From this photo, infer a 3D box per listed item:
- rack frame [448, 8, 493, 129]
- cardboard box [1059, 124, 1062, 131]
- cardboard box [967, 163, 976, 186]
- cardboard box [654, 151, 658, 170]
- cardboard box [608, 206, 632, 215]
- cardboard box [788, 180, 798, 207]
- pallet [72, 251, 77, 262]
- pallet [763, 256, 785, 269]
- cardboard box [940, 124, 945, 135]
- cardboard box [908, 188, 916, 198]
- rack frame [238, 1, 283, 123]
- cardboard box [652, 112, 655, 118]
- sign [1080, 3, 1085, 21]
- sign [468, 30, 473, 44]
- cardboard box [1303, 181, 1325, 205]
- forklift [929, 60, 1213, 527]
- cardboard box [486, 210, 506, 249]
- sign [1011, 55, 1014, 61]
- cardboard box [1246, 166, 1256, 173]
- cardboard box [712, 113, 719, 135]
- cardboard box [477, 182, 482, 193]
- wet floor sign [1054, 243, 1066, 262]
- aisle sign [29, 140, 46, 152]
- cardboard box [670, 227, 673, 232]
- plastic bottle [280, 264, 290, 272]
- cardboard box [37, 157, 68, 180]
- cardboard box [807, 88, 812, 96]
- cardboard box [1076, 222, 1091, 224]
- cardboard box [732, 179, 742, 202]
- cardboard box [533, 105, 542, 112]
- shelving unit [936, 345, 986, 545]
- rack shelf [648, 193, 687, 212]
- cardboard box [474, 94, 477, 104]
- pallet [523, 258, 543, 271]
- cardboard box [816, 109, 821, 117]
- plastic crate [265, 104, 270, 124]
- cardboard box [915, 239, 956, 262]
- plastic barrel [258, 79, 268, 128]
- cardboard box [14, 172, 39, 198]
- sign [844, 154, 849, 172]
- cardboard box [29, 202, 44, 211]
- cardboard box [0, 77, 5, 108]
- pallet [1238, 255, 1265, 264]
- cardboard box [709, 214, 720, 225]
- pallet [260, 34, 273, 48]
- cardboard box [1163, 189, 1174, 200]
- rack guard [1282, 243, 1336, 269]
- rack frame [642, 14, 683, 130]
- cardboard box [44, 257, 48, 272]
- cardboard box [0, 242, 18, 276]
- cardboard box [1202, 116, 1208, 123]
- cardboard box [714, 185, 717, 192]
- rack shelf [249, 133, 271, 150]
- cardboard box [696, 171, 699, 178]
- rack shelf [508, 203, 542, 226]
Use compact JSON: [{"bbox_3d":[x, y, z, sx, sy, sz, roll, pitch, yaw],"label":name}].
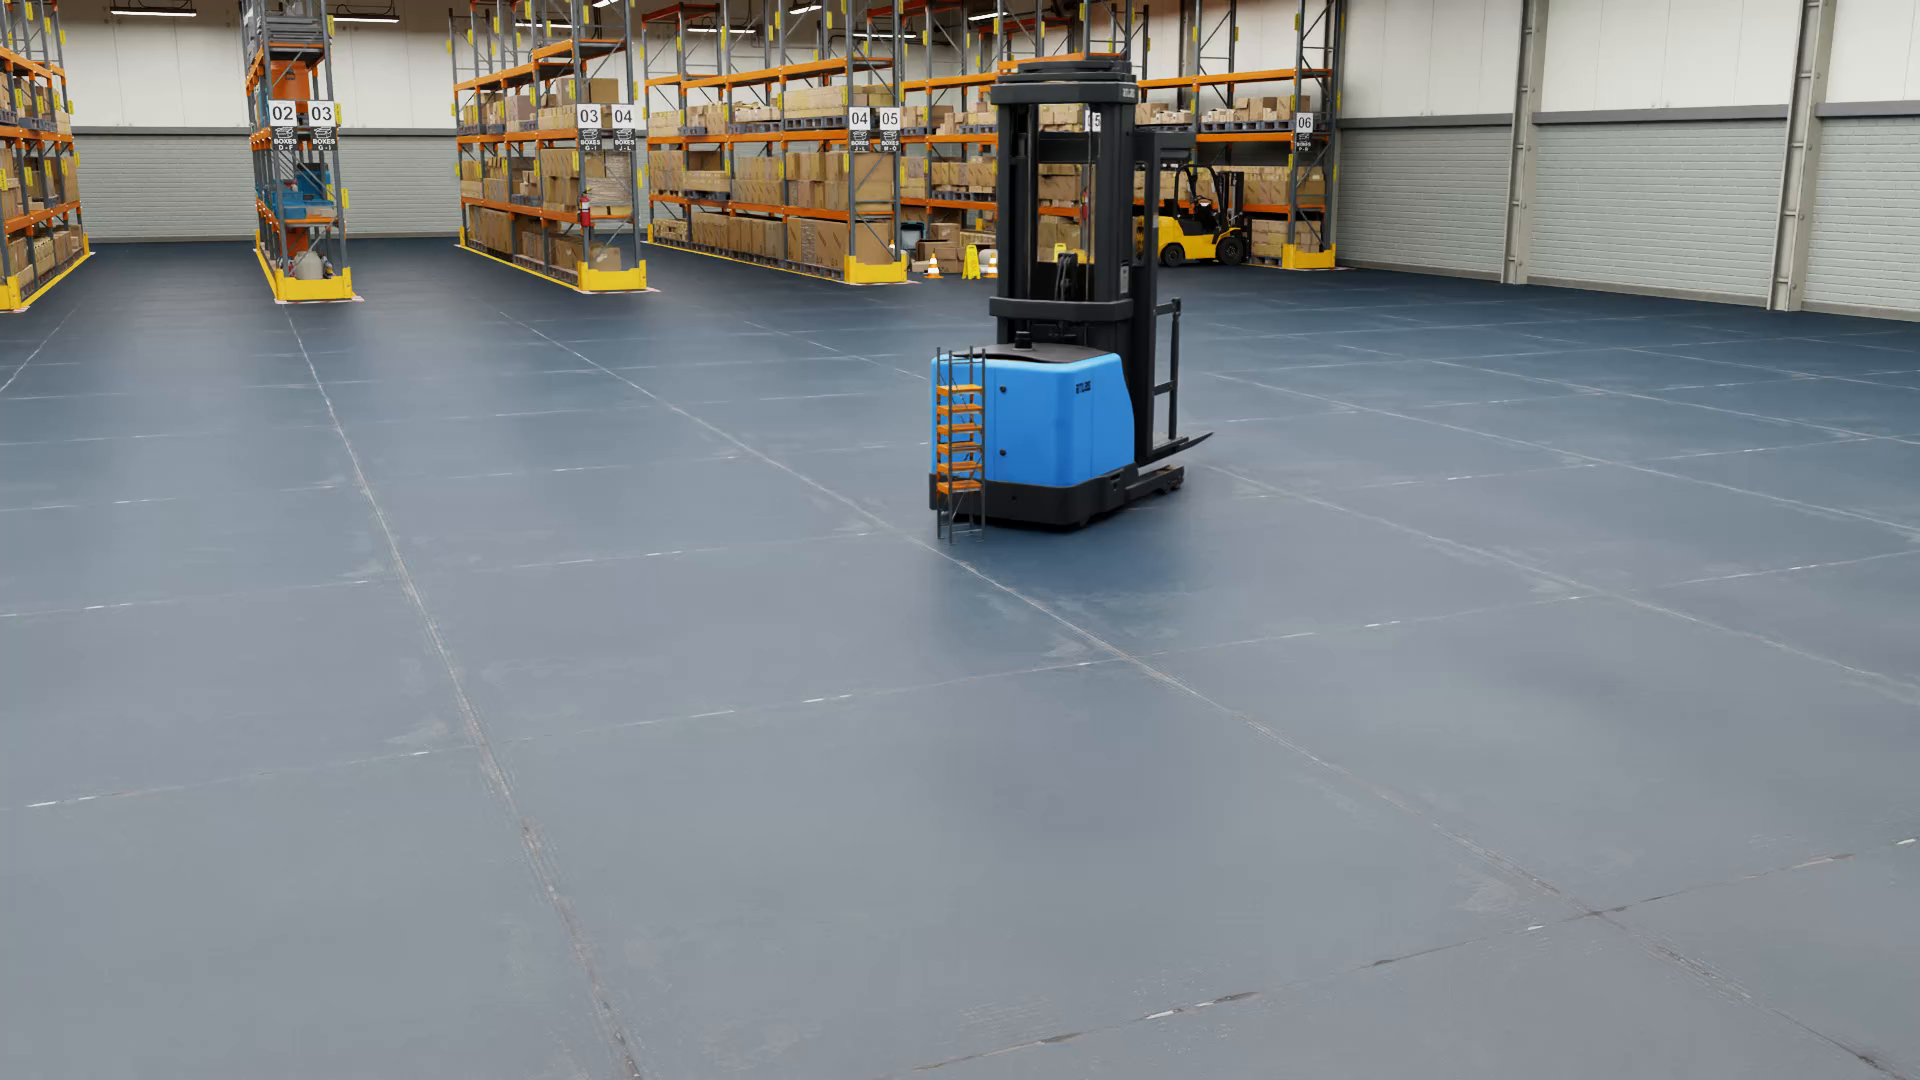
[{"bbox_3d":[-12.601,-12.171,43.002,1.000,3.000,0.127,-6,14,-23],"label":"rack frame"},{"bbox_3d":[2.244,-8.390,33.874,0.380,0.149,0.250,-6,14,-23],"label":"cardboard box"},{"bbox_3d":[0.490,-8.347,37.969,0.500,0.500,0.500,-5,14,-21],"label":"cardboard box"},{"bbox_3d":[-7.872,-10.136,44.414,0.500,0.500,0.500,-5,14,-21],"label":"cardboard box"},{"bbox_3d":[-6.088,-5.901,29.771,0.380,0.149,0.250,-6,14,-23],"label":"cardboard box"},{"bbox_3d":[-3.050,-7.194,34.470,0.875,0.550,0.550,-6,14,-23],"label":"cardboard box"},{"bbox_3d":[-20.351,-6.312,37.173,1.003,0.211,1.213,-6,14,-23],"label":"pallet"},{"bbox_3d":[-3.587,-5.991,35.785,1.003,0.211,1.213,-6,14,-23],"label":"pallet"},{"bbox_3d":[-0.244,-9.754,39.506,0.396,0.266,0.258,-6,14,-23],"label":"cardboard box"},{"bbox_3d":[-0.976,-8.603,41.221,0.500,0.250,0.500,-5,14,-22],"label":"cardboard box"},{"bbox_3d":[-17.139,-11.724,41.069,1.000,3.000,0.127,-6,14,-23],"label":"rack frame"},{"bbox_3d":[-7.968,-11.297,44.218,0.380,0.149,0.250,-6,14,-23],"label":"cardboard box"},{"bbox_3d":[2.371,-10.247,32.265,0.100,0.325,0.005,-6,14,-23],"label":"sign"},{"bbox_3d":[-11.517,-11.832,39.113,0.100,0.325,0.005,-6,14,-23],"label":"sign"},{"bbox_3d":[7.491,-7.463,35.743,0.500,0.500,0.500,-5,14,-21],"label":"cardboard box"},{"bbox_3d":[0.957,-1.800,11.645,1.130,2.935,3.031,7,15,28],"label":"forklift"},{"bbox_3d":[-10.366,-7.277,38.939,1.225,0.875,0.875,-6,14,-25],"label":"cardboard box"},{"bbox_3d":[1.542,-14.094,48.885,0.100,0.325,0.005,-6,14,-23],"label":"sign"},{"bbox_3d":[6.495,-8.106,36.423,0.380,0.149,0.250,-5,14,-22],"label":"cardboard box"},{"bbox_3d":[-5.485,-9.730,38.885,0.500,0.500,0.500,-6,14,-23],"label":"cardboard box"},{"bbox_3d":[-11.416,-8.562,40.383,0.500,0.250,0.500,-6,14,-24],"label":"cardboard box"},{"bbox_3d":[1.984,-5.555,32.941,0.267,0.644,0.232,-1,13,-4],"label":"wet floor sign"},{"bbox_3d":[-21.976,-9.609,39.469,0.394,0.787,0.004,-6,14,-23],"label":"aisle sign"},{"bbox_3d":[-7.461,-8.239,44.049,0.380,0.149,0.250,-5,14,-20],"label":"cardboard box"},{"bbox_3d":[-11.943,-4.777,29.424,0.152,0.276,0.135,-6,14,-23],"label":"plastic bottle"},{"bbox_3d":[-20.008,-8.187,36.651,0.500,0.500,0.500,-5,14,-21],"label":"cardboard box"},{"bbox_3d":[-2.765,-8.757,32.537,0.380,0.149,0.250,-6,14,-23],"label":"cardboard box"},{"bbox_3d":[2.595,-6.373,34.755,0.500,0.500,0.500,-6,14,-25],"label":"cardboard box"},{"bbox_3d":[-4.879,-7.955,37.865,0.500,0.500,0.500,-5,14,-22],"label":"cardboard box"},{"bbox_3d":[-8.270,-8.786,33.868,0.797,0.503,0.637,-5,14,-21],"label":"cardboard box"},{"bbox_3d":[0.006,-0.582,10.222,0.258,1.200,0.189,-6,14,-23],"label":"shelving unit"},{"bbox_3d":[-7.215,-8.912,43.819,1.077,0.370,4.000,-6,14,-23],"label":"rack shelf"},{"bbox_3d":[-11.801,-10.959,41.378,0.500,0.250,0.500,-6,14,-25],"label":"cardboard box"},{"bbox_3d":[-8.600,-5.824,35.066,1.003,0.211,1.213,-6,14,-23],"label":"pallet"},{"bbox_3d":[-2.559,-8.263,32.171,0.380,0.149,0.250,-6,14,-23],"label":"cardboard box"},{"bbox_3d":[-11.770,-7.316,28.711,0.392,0.384,0.575,-6,14,-23],"label":"plastic crate"},{"bbox_3d":[-0.517,-6.015,34.941,0.797,0.637,0.503,-6,14,-23],"label":"cardboard box"},{"bbox_3d":[-12.735,-8.113,31.008,0.600,0.901,0.708,-6,14,-23],"label":"plastic barrel"},{"bbox_3d":[-18.830,-7.075,33.134,0.700,0.500,0.500,-12,18,-42],"label":"cardboard box"},{"bbox_3d":[-2.110,-7.003,30.884,0.100,0.325,0.005,-6,14,-23],"label":"sign"},{"bbox_3d":[-17.861,-6.419,32.007,0.380,0.149,0.250,-6,14,-23],"label":"cardboard box"},{"bbox_3d":[-15.685,-7.200,26.709,0.500,0.500,0.500,-6,14,-23],"label":"cardboard box"},{"bbox_3d":[6.605,-6.335,37.272,1.003,0.211,1.213,-6,14,-23],"label":"pallet"},{"bbox_3d":[-5.727,-7.702,39.947,0.500,0.250,0.500,-5,14,-22],"label":"cardboard box"},{"bbox_3d":[-11.484,-8.538,28.607,1.003,0.211,1.213,-6,14,-23],"label":"pallet"},{"bbox_3d":[5.184,-8.224,39.585,0.500,0.250,0.500,-6,14,-23],"label":"cardboard box"},{"bbox_3d":[7.444,-6.064,35.464,1.175,0.500,0.348,-6,14,-23],"label":"rack guard"},{"bbox_3d":[-8.016,-12.598,44.847,1.000,3.000,0.127,-6,14,-23],"label":"rack frame"},{"bbox_3d":[-17.424,-5.164,31.195,0.500,0.250,0.500,-5,14,-22],"label":"cardboard box"},{"bbox_3d":[-15.483,-4.513,26.722,0.500,0.500,0.500,-6,14,-23],"label":"cardboard box"},{"bbox_3d":[5.734,-9.586,37.886,0.380,0.149,0.250,-5,14,-22],"label":"cardboard box"},{"bbox_3d":[-5.528,-8.217,38.847,0.380,0.149,0.250,-6,14,-23],"label":"cardboard box"},{"bbox_3d":[-16.338,-9.499,39.703,1.077,0.370,4.000,-6,14,-23],"label":"rack shelf"},{"bbox_3d":[-6.159,-8.831,40.182,0.380,0.149,0.250,-5,14,-21],"label":"cardboard box"},{"bbox_3d":[-8.595,-6.832,34.833,1.077,0.370,4.000,-6,14,-23],"label":"rack shelf"}]
